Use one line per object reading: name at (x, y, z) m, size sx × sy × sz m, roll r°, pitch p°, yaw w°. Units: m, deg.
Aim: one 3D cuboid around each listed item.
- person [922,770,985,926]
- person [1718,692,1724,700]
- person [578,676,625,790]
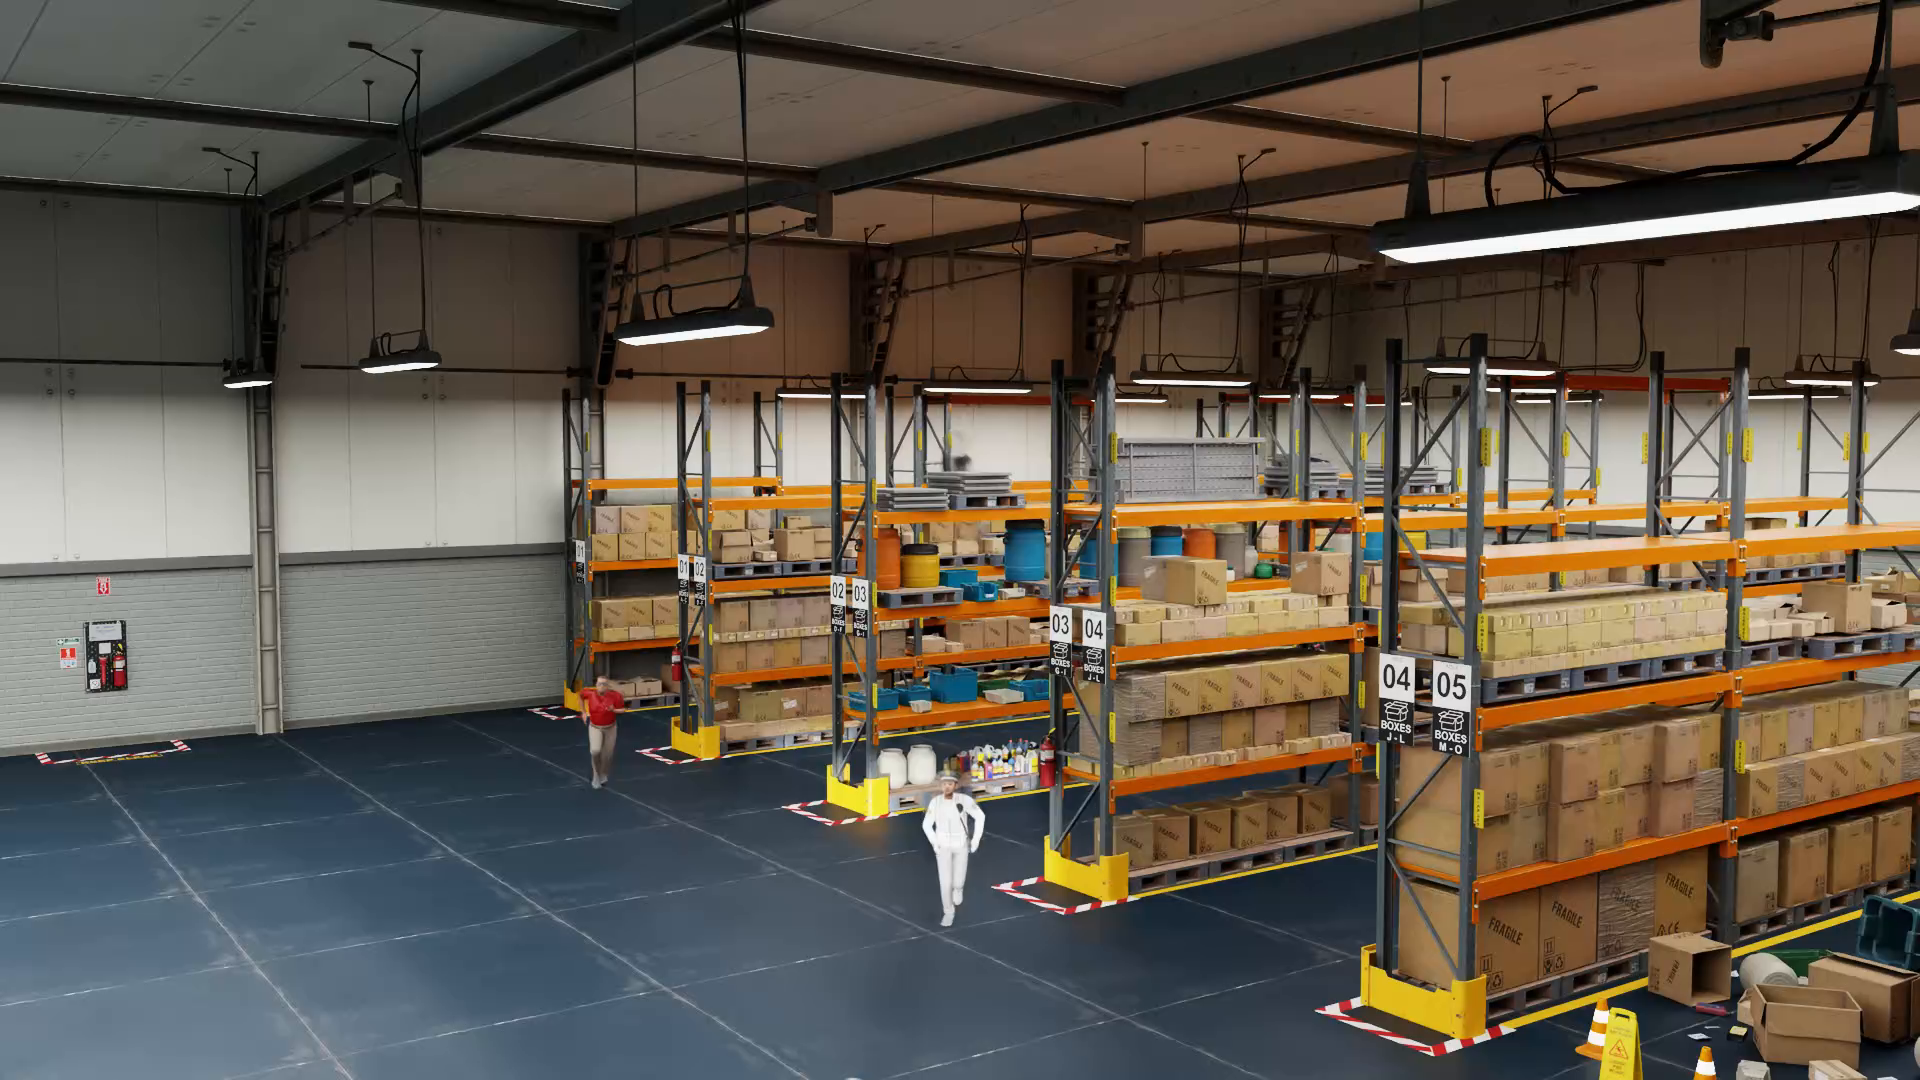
person at (-0.075, 3.226, 17.494) m, size 0.644 × 1.665 × 0.600 m, roll 0°, pitch 4°, yaw 7°
person at (10.377, 2.891, 22.740) m, size 0.576 × 1.615 × 0.560 m, roll -4°, pitch 5°, yaw -44°
person at (-5.185, 2.777, 24.095) m, size 0.645 × 1.677 × 0.922 m, roll -1°, pitch 4°, yaw -16°
